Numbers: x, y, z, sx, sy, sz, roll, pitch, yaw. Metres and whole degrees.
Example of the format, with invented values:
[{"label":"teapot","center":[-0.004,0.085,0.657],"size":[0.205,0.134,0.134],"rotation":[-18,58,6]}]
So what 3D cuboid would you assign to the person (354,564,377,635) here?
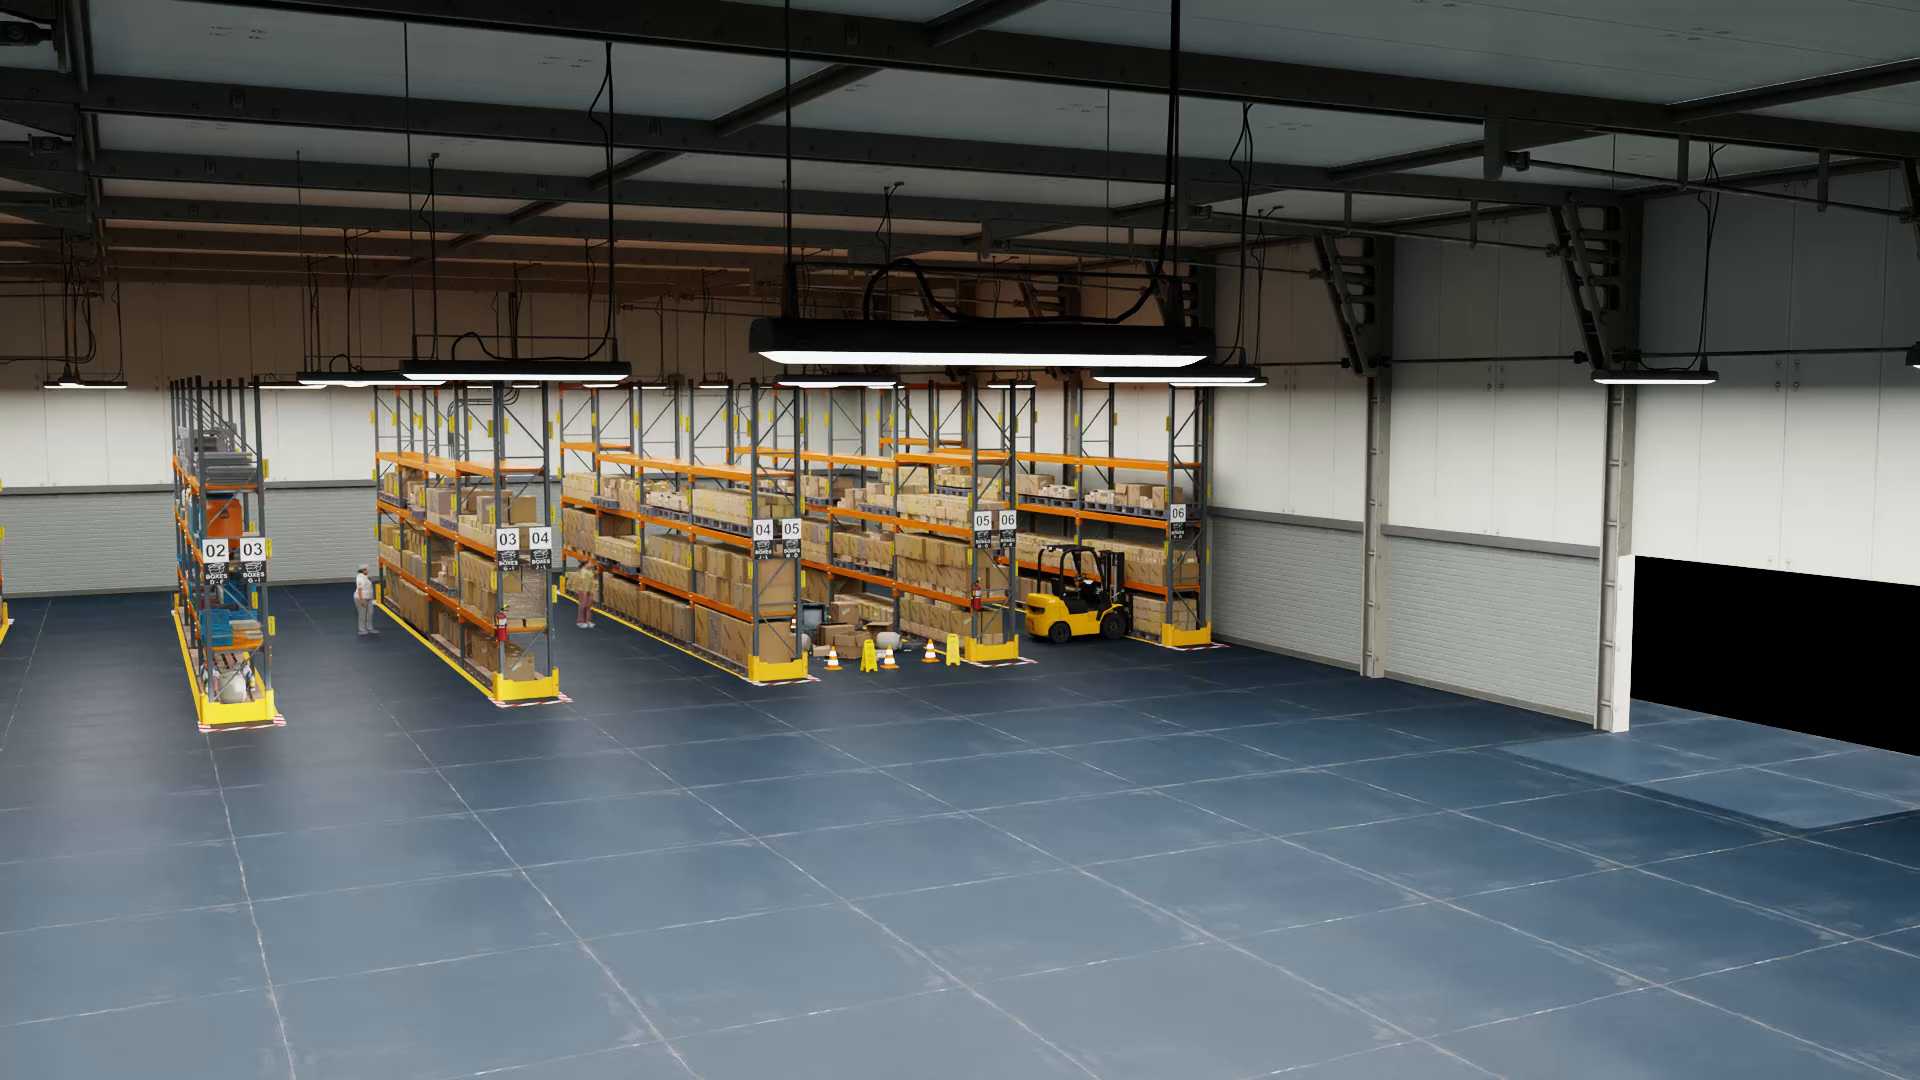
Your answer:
[{"label":"person","center":[-14.123,1.405,39.404],"size":[0.410,1.667,0.544],"rotation":[1,5,11]}]

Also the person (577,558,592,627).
[{"label":"person","center":[-9.185,1.269,40.671],"size":[0.344,1.688,0.479],"rotation":[0,5,0]}]
